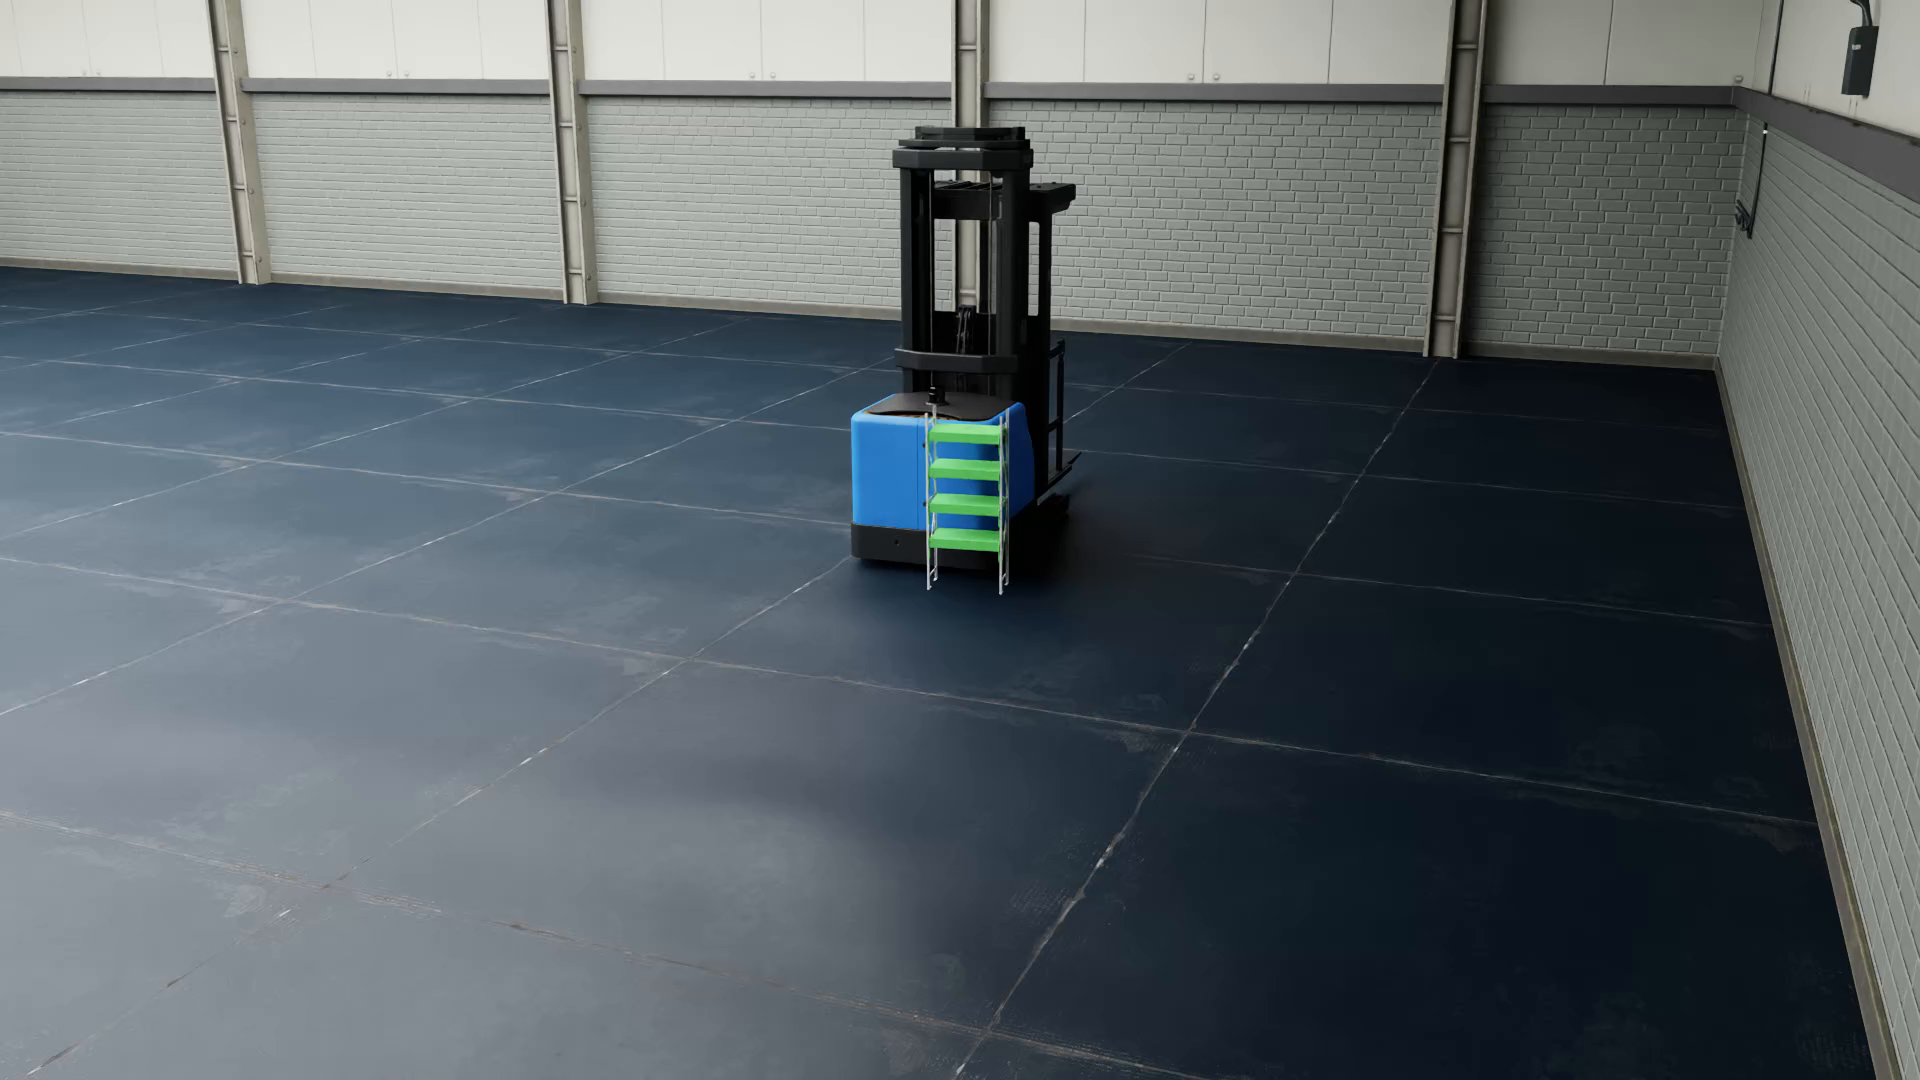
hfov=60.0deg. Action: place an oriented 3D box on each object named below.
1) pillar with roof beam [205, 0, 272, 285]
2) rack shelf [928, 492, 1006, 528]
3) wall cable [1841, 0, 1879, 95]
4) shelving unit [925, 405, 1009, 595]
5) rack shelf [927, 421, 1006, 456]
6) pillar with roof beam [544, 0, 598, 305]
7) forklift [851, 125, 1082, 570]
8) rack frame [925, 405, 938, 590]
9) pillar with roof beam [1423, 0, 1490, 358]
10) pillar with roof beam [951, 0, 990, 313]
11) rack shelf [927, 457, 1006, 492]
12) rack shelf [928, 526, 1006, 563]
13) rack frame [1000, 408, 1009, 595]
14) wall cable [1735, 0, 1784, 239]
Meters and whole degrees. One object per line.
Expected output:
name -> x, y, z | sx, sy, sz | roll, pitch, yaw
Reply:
pillar with roof beam -> -12.613, -7.236, 20.957 | 0.400, 9.000, 9.100 | 6, 17, 21
rack shelf -> 0.052, -0.201, 10.933 | 0.480, 0.148, 0.258 | 4, 18, 12
wall cable -> 4.468, -5.039, 7.292 | 0.169, 6.003, 2.305 | 6, 17, 21
shelving unit -> 0.052, -0.262, 10.913 | 0.503, 1.200, 0.258 | 4, 18, 12
rack shelf -> 0.049, -0.659, 10.788 | 0.480, 0.148, 0.258 | 4, 18, 12
pillar with roof beam -> -7.032, -6.622, 18.843 | 0.400, 9.000, 9.100 | 6, 17, 21
forklift -> 0.205, -1.574, 12.337 | 1.130, 2.935, 3.031 | 5, 17, 18
rack frame -> -0.187, -0.277, 10.964 | 0.015, 1.200, 0.240 | 4, 18, 12
pillar with roof beam -> 4.131, -5.394, 14.615 | 0.400, 9.000, 9.100 | 6, 17, 21
pillar with roof beam -> -1.450, -6.008, 16.729 | 0.400, 9.000, 9.100 | 6, 17, 21
rack shelf -> 0.051, -0.430, 10.860 | 0.480, 0.148, 0.258 | 4, 18, 12
rack shelf -> 0.053, 0.027, 11.005 | 0.480, 0.148, 0.258 | 4, 18, 12
rack frame -> 0.290, -0.248, 10.863 | 0.015, 1.200, 0.240 | 4, 18, 12
wall cable -> 7.966, -4.375, 16.674 | 0.112, 2.526, 3.097 | 6, 17, 21
